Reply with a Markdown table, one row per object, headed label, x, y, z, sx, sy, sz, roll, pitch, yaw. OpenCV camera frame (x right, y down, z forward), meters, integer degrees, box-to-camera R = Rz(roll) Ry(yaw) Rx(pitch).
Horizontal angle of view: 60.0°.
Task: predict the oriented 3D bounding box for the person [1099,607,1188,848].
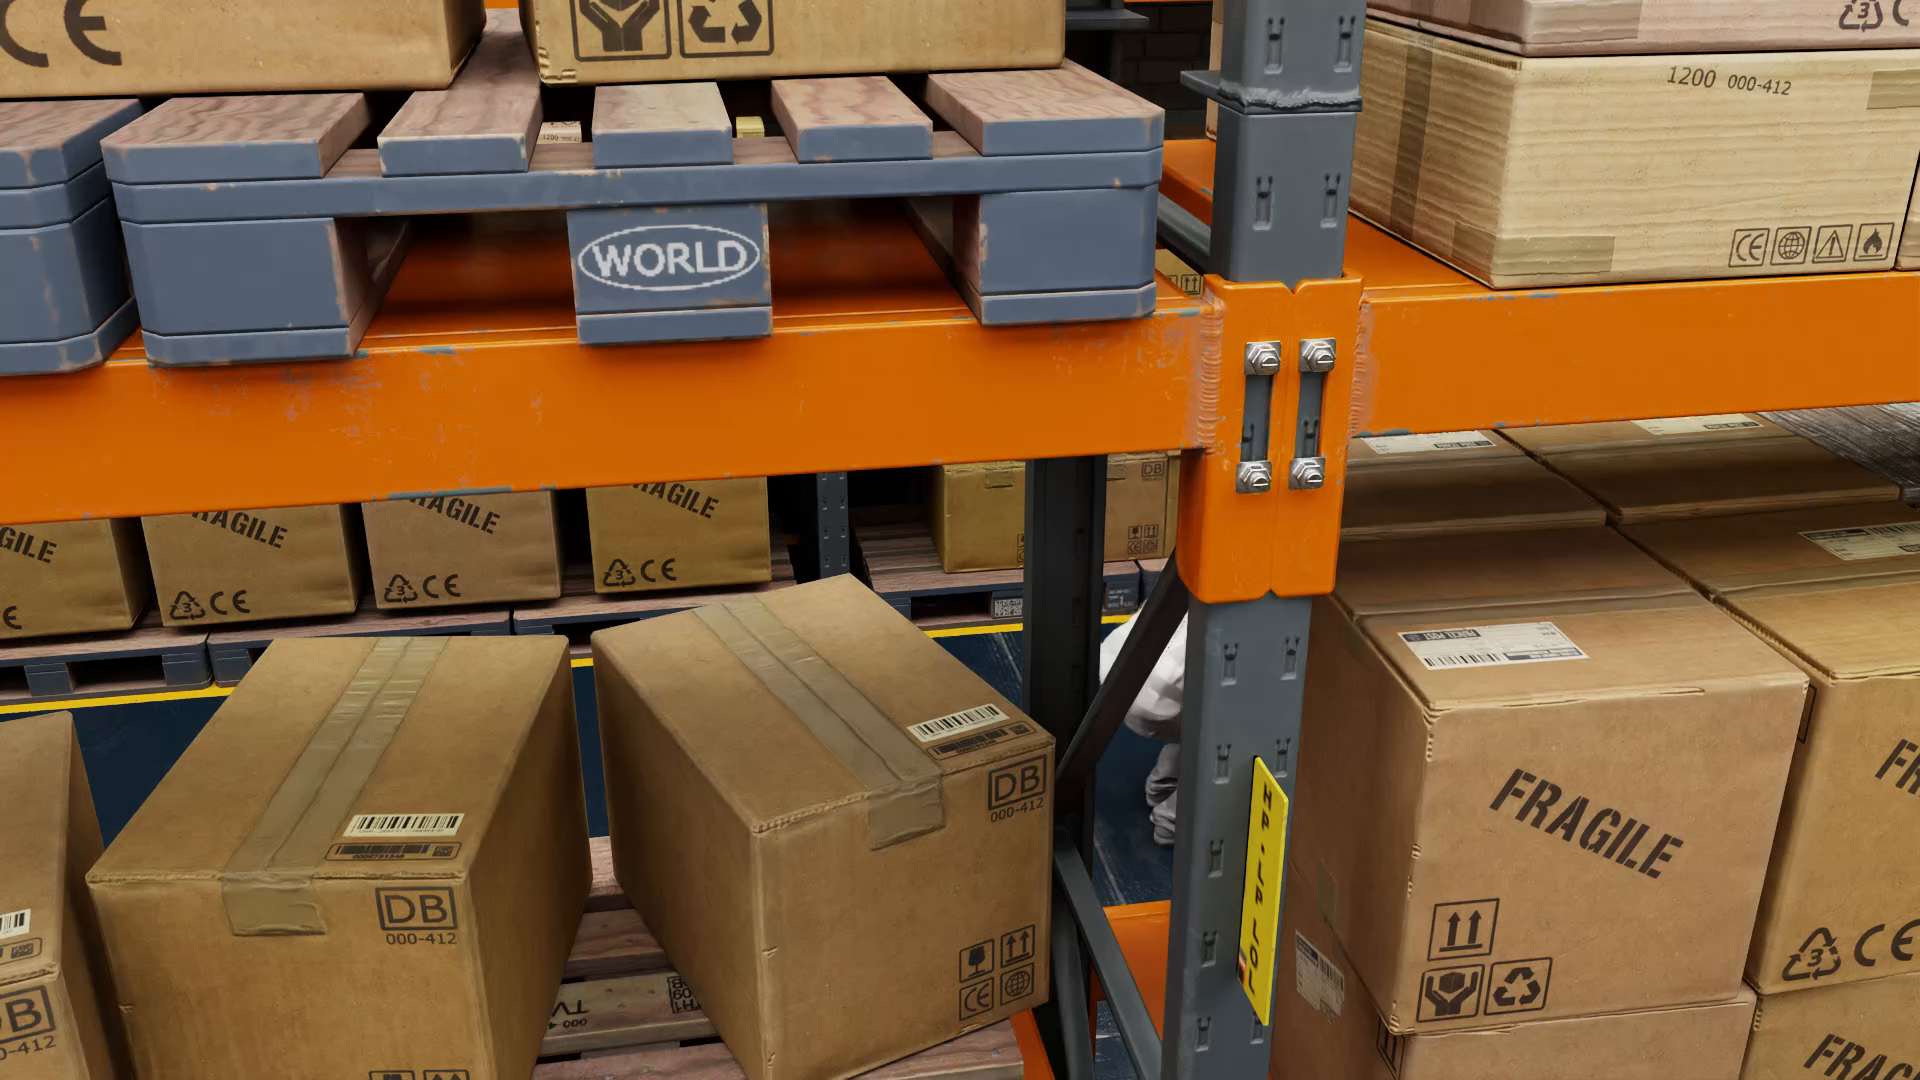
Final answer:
| label | x | y | z | sx | sy | sz | roll | pitch | yaw |
| --- | --- | --- | --- | --- | --- | --- | --- | --- | --- |
| person | 0.890 | 0.477 | 5.815 | 0.867 | 1.091 | 0.599 | -4 | 24 | -10 |
